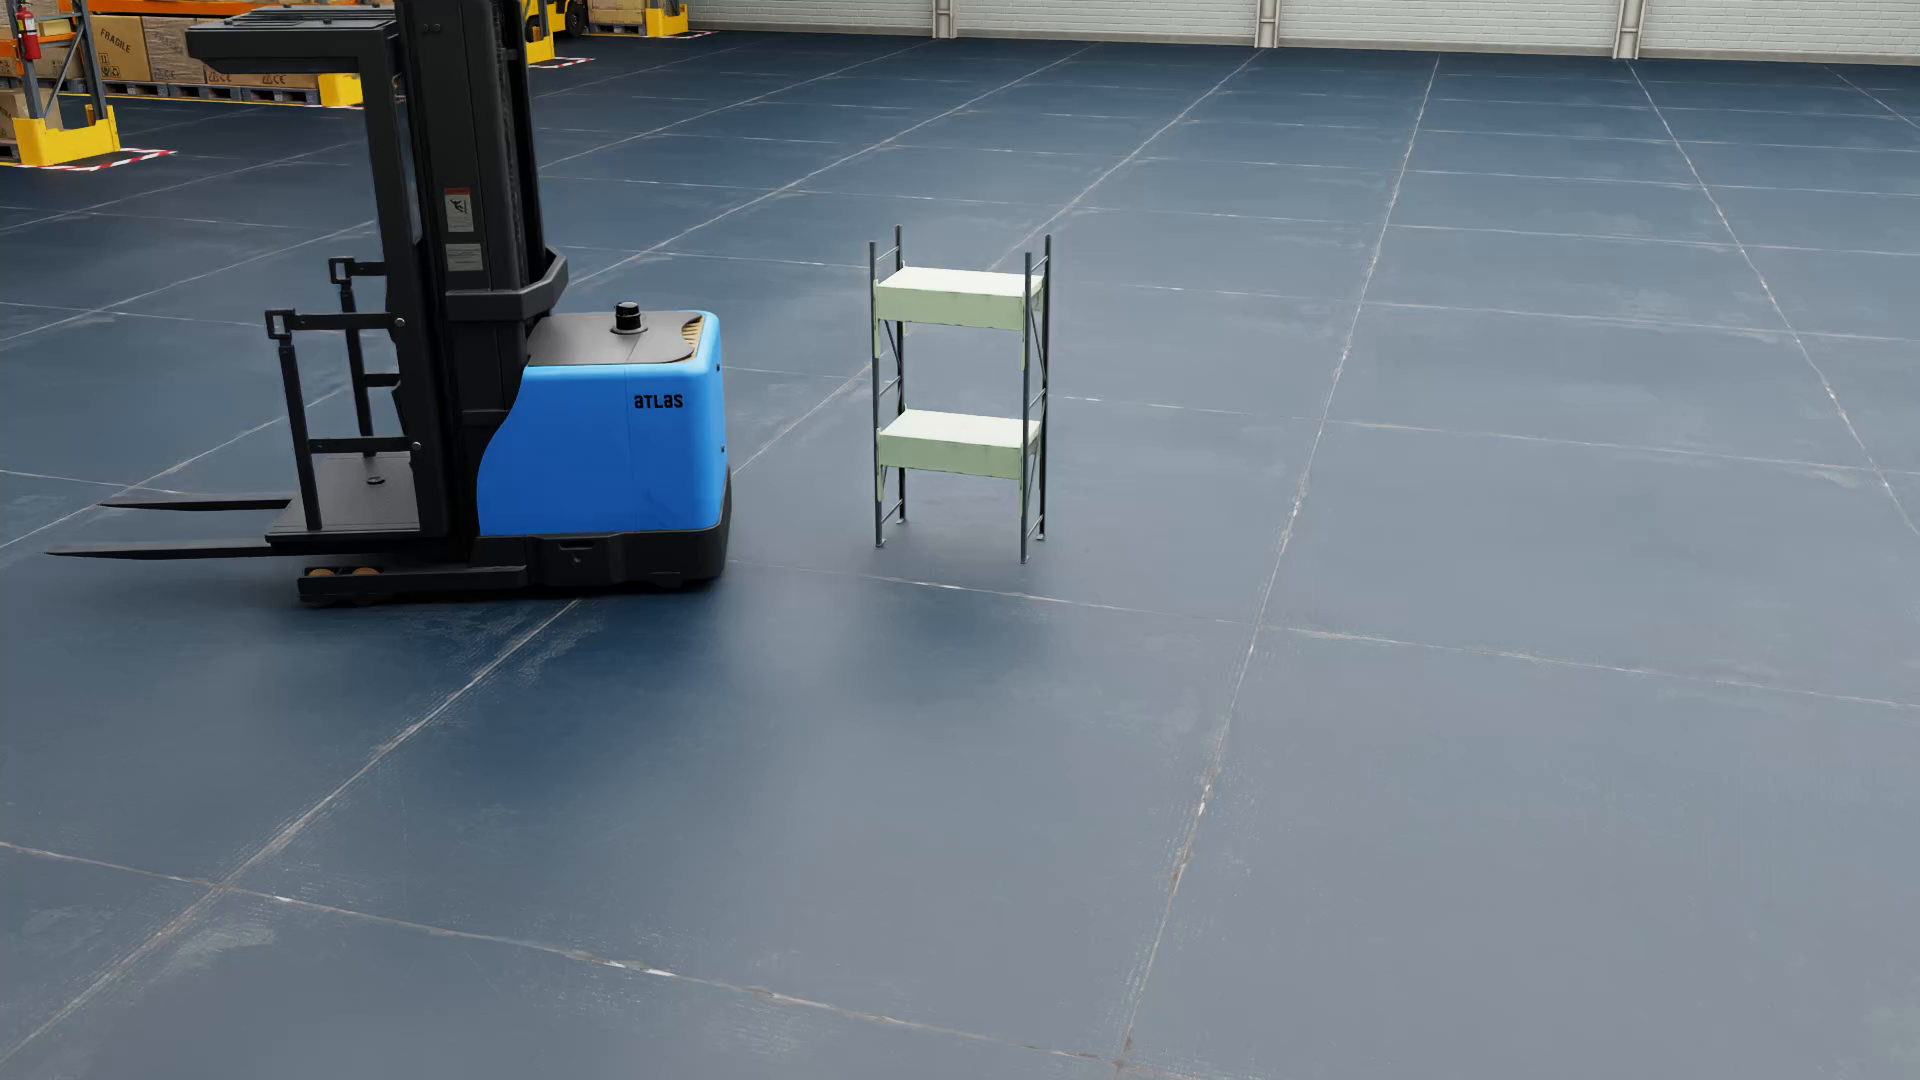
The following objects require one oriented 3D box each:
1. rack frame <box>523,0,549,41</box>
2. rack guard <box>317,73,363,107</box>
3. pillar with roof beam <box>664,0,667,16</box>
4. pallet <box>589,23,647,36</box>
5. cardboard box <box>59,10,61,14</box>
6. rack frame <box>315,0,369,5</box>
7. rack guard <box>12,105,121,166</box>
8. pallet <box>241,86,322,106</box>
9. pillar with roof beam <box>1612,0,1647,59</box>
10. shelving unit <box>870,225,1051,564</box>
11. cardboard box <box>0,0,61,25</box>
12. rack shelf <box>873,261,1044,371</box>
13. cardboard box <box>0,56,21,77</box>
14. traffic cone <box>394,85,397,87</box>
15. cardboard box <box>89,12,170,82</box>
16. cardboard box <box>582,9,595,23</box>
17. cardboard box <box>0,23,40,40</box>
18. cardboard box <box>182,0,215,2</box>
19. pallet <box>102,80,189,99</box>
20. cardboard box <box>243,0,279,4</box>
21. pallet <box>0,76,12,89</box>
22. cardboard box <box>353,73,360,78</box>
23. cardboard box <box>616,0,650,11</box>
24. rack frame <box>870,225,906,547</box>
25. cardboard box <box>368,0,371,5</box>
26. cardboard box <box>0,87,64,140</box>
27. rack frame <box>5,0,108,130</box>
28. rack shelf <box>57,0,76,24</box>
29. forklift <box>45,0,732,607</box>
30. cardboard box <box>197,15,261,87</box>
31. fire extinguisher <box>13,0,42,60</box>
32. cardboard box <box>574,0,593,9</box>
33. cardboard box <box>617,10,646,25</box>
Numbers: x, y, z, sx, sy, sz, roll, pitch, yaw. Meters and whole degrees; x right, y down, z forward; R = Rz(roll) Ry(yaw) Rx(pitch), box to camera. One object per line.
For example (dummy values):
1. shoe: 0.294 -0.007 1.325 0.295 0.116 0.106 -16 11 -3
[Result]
1. rack frame: -7.050 -9.286 26.895 0.127 3.000 1.000 7 23 16
2. rack guard: -8.360 -6.318 22.952 0.348 0.500 1.175 7 23 16
3. pillar with roof beam: -7.269 -12.705 27.326 0.400 9.000 9.100 7 23 16
4. pallet: -6.364 -9.869 31.989 1.213 0.211 1.003 7 23 16
5. cardboard box: -16.199 -9.580 29.857 0.875 0.875 0.875 7 23 16
6. rack frame: -8.383 -7.477 22.484 0.127 3.000 1.000 7 23 16
7. rack guard: -9.985 -4.537 18.612 0.348 0.500 1.175 7 23 16
8. pallet: -9.171 -6.246 23.157 1.213 0.211 1.003 7 23 15
9. pillar with roof beam: 9.963 -10.732 22.515 0.400 9.000 9.100 7 23 16
10. shelving unit: 0.006 -0.693 7.923 0.755 1.500 0.431 7 23 16
11. cardboard box: -10.431 -5.940 18.213 0.500 0.500 0.875 7 23 16
12. rack shelf: 0.006 -1.054 7.775 0.720 0.370 0.431 7 23 16
13. cardboard box: -13.755 -7.211 24.247 0.750 0.750 1.050 7 23 15
14. traffic cone: -8.481 -6.877 24.365 0.334 0.463 0.336 7 23 16
15. cardboard box: -11.631 -7.032 23.646 0.875 0.875 0.875 7 23 16
16. cardboard box: -7.110 -10.065 31.864 0.500 0.250 0.500 7 23 16
17. cardboard box: -10.245 -5.526 18.058 0.250 0.149 0.380 7 23 16
18. cardboard box: -10.303 -7.773 23.008 0.500 0.550 0.875 7 23 16
19. pallet: -11.507 -6.513 23.809 1.213 0.211 1.003 7 23 15
20. cardboard box: -9.284 -7.623 22.642 0.550 0.550 0.875 7 23 16
21. pallet: -14.145 -6.815 24.546 1.213 0.211 1.003 7 23 16
22. cardboard box: -9.463 -7.404 25.596 0.637 0.503 0.797 -9 24 -21
23. cardboard box: -6.176 -10.183 31.493 0.500 0.250 0.500 6 23 15
24. rack frame: -0.344 -0.733 8.021 0.023 1.500 0.400 7 23 16
25. cardboard box: -9.877 -8.777 27.735 0.500 0.500 0.500 8 23 18
26. cardboard box: -10.505 -4.798 18.694 0.500 0.500 0.500 11 25 25
27. rack frame: -9.913 -5.686 18.117 0.127 3.000 1.000 7 23 16
28. rack shelf: -14.127 -7.802 24.224 4.000 0.370 1.077 7 23 16
29. forklift: -2.636 -1.265 7.432 3.031 2.935 1.130 -2 22 -4
30. cardboard box: -9.894 -6.834 23.163 0.875 0.875 0.875 6 23 15
31. fire extinguisher: -9.936 -5.470 17.693 0.183 0.674 0.296 7 23 16
32. cardboard box: -7.153 -10.291 31.756 0.500 0.250 0.500 6 23 14
33. cardboard box: -6.161 -9.949 31.581 0.500 0.250 0.500 7 23 16
